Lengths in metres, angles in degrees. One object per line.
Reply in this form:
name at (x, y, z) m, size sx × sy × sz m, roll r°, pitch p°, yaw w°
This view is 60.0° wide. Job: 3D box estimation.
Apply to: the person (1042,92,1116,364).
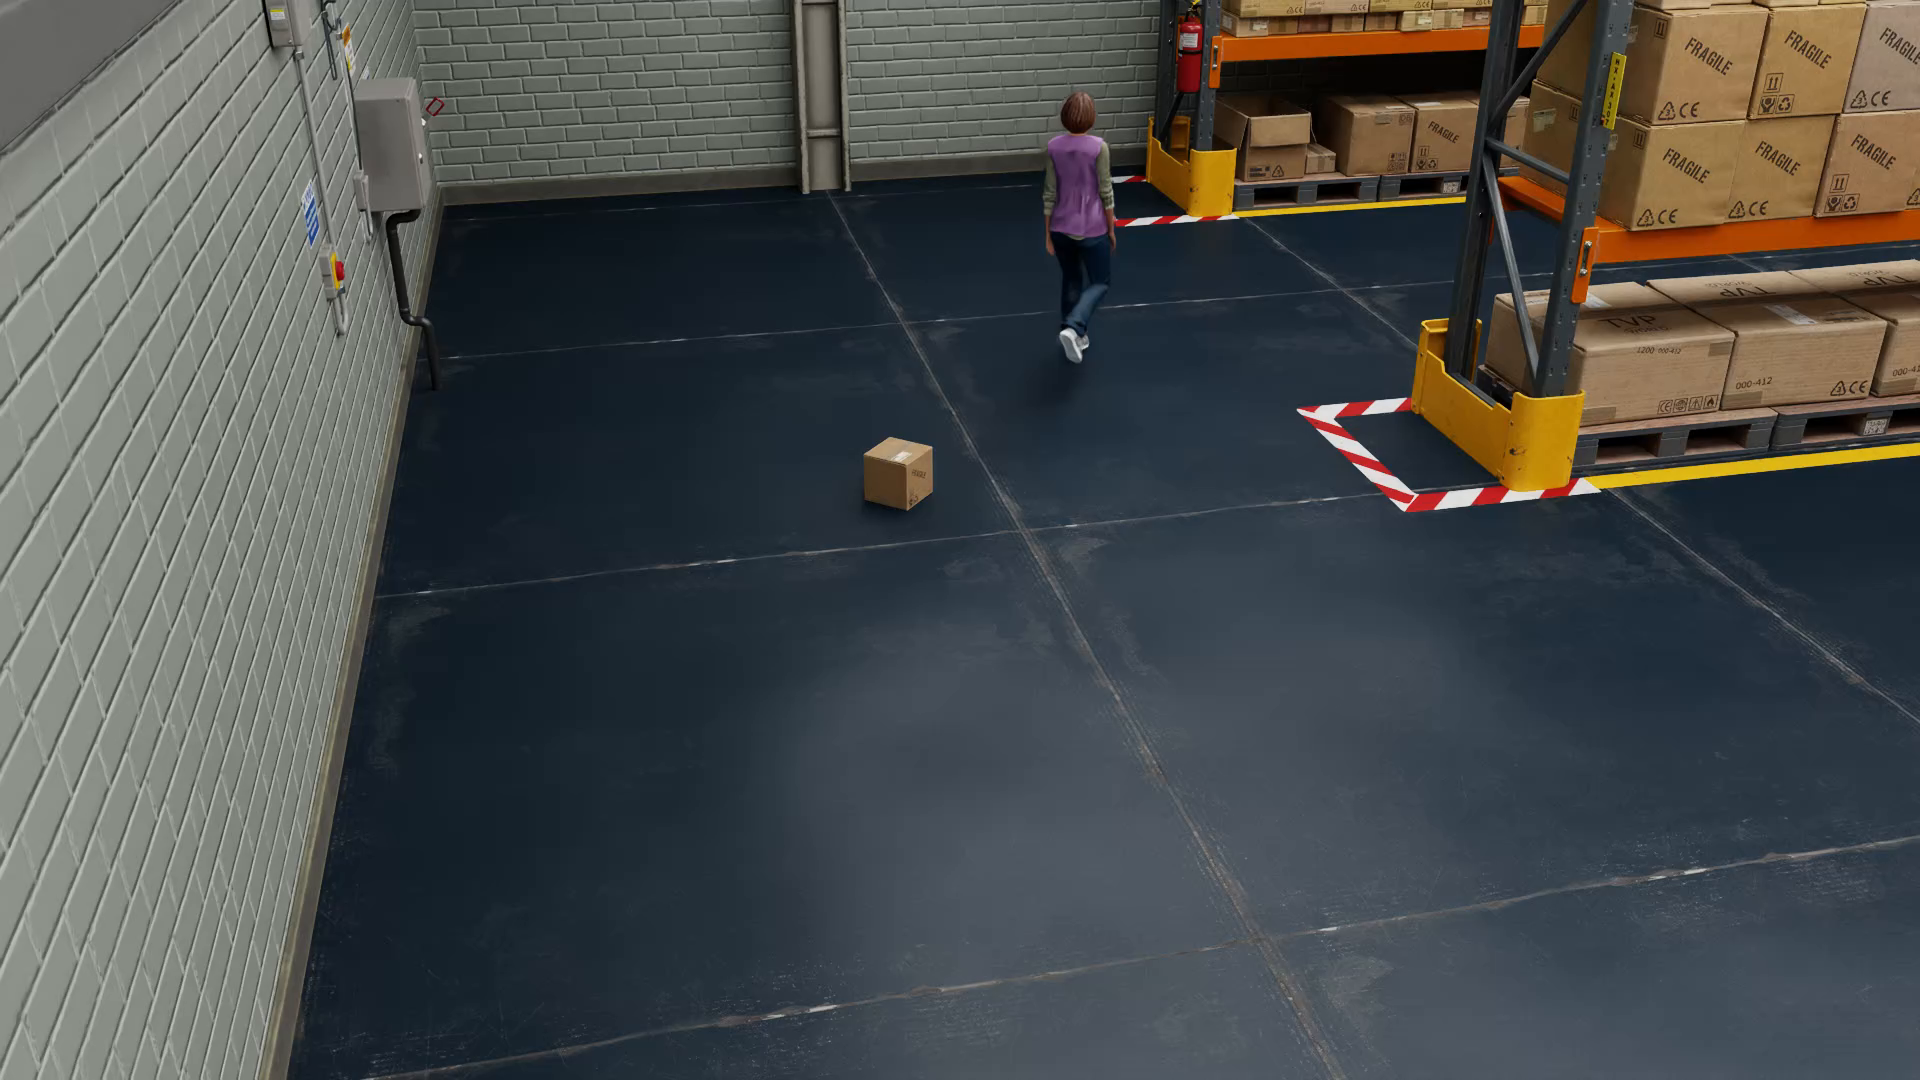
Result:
person at (0.667, -1.760, 9.520) m, size 0.419 × 1.579 × 0.661 m, roll 12°, pitch 29°, yaw 22°
